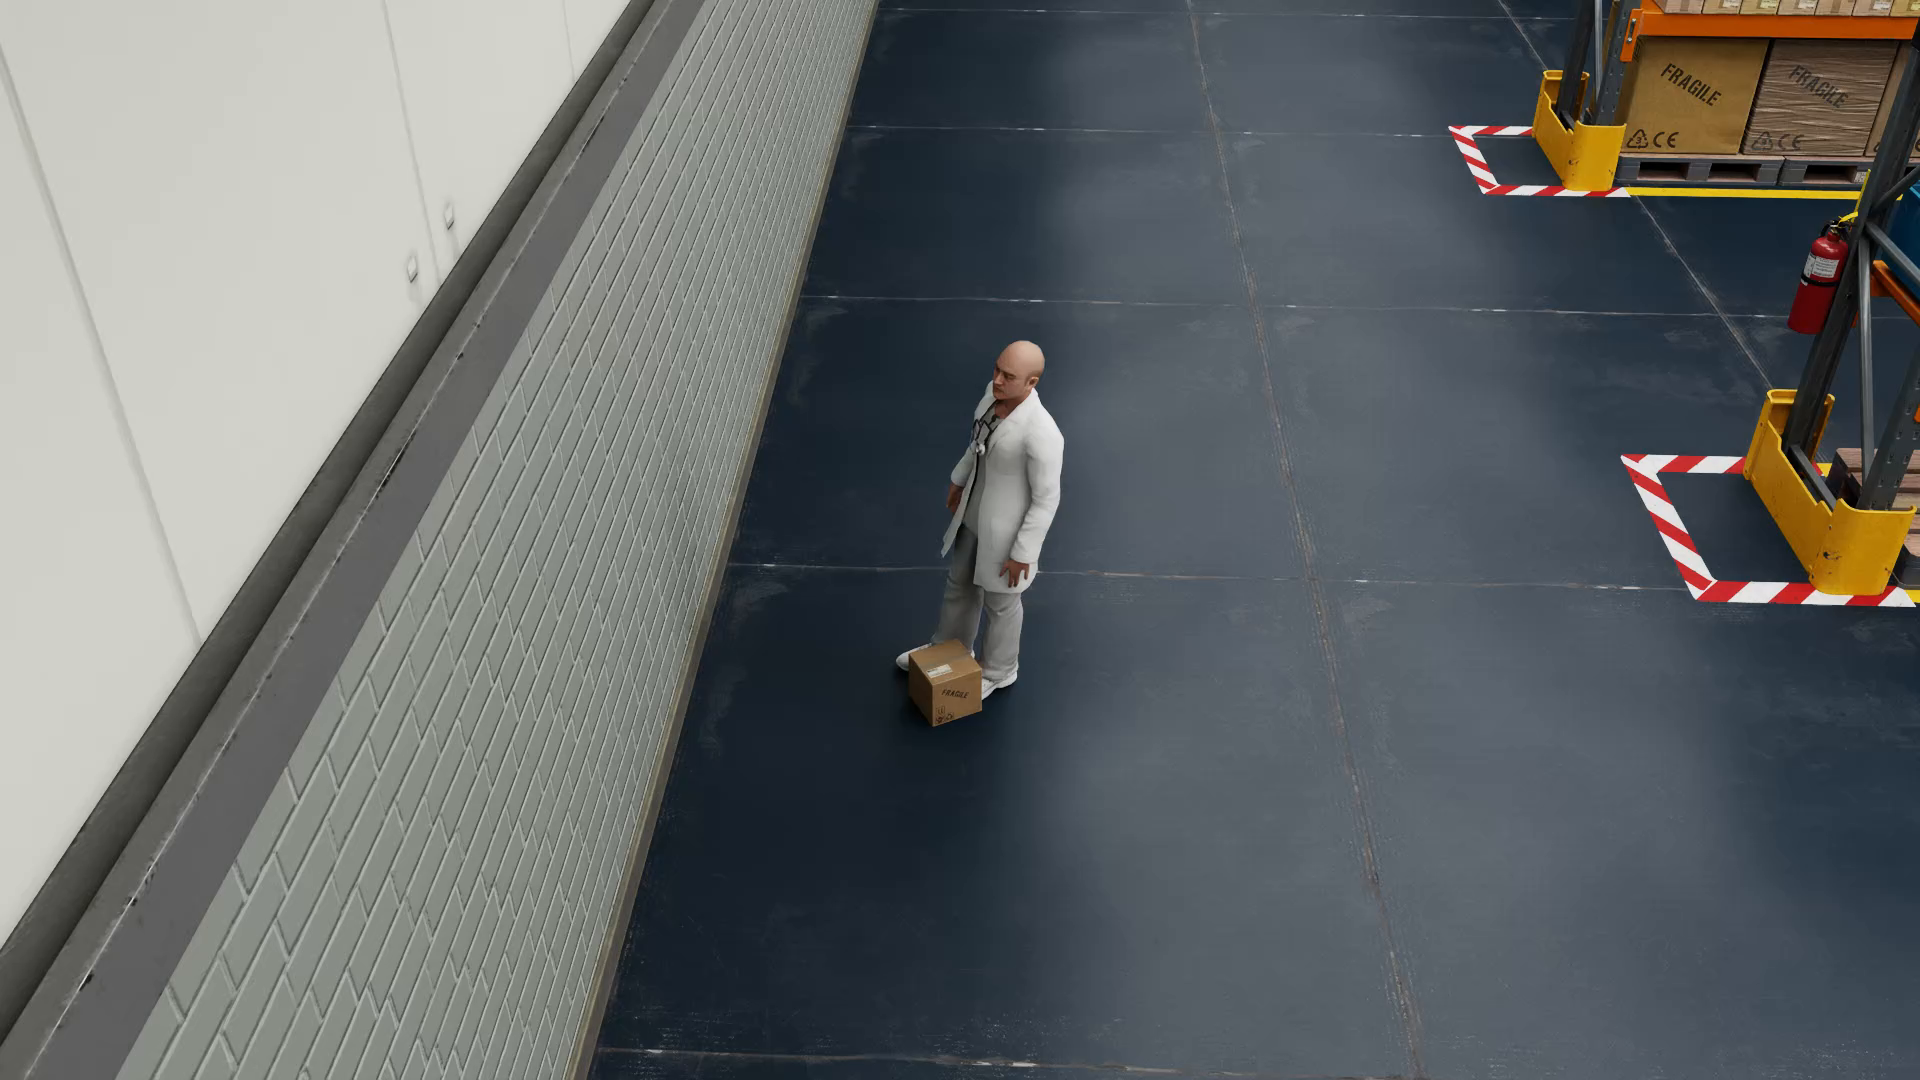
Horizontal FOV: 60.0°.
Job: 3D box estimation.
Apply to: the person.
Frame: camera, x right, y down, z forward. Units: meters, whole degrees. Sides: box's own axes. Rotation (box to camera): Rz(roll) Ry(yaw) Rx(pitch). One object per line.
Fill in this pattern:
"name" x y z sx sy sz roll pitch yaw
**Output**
"person" 0.085 -0.048 7.185 0.581 1.775 0.696 -16 38 -21
